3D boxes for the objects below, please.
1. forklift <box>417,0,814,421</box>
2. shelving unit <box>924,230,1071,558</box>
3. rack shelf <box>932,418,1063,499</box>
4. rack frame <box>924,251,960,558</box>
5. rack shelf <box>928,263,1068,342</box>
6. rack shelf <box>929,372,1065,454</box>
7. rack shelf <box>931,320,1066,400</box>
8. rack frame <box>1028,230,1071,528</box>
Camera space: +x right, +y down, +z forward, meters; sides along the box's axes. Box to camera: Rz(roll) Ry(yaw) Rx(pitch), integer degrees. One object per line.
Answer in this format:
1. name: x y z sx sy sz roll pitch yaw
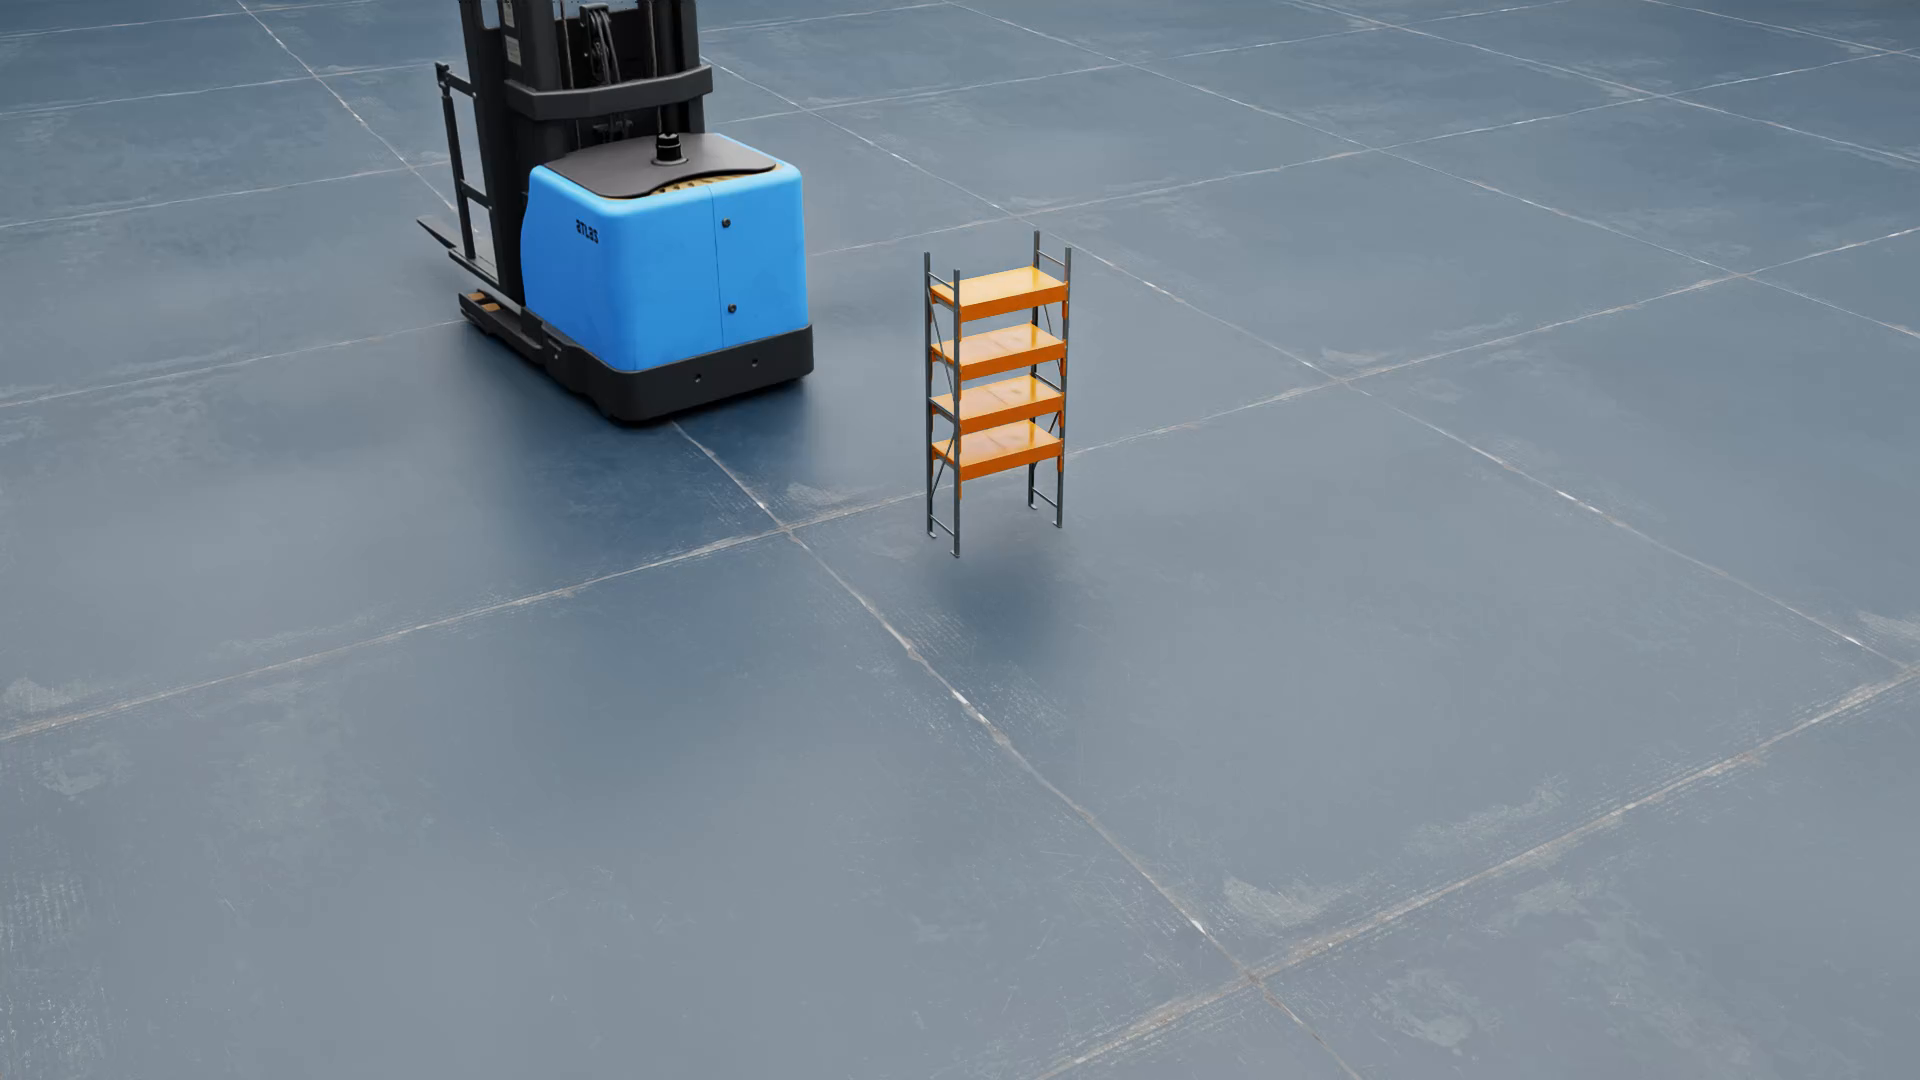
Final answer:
1. forklift: -1.996 -2.480 8.210 1.130 2.935 3.031 -20 35 -32
2. shelving unit: 0.143 -0.566 6.534 0.503 1.200 0.258 -16 33 -26
3. rack shelf: 0.143 -0.333 6.662 0.480 0.148 0.258 -16 33 -26
4. rack frame: -0.068 -0.506 6.425 0.015 1.200 0.240 -16 33 -26
5. rack shelf: 0.143 -0.910 6.344 0.480 0.148 0.258 -16 33 -26
6. rack shelf: 0.143 -0.507 6.566 0.480 0.148 0.258 -16 33 -26
7. rack shelf: 0.143 -0.703 6.458 0.480 0.148 0.258 -16 33 -26
8. rack frame: 0.353 -0.626 6.642 0.015 1.200 0.240 -16 33 -26
